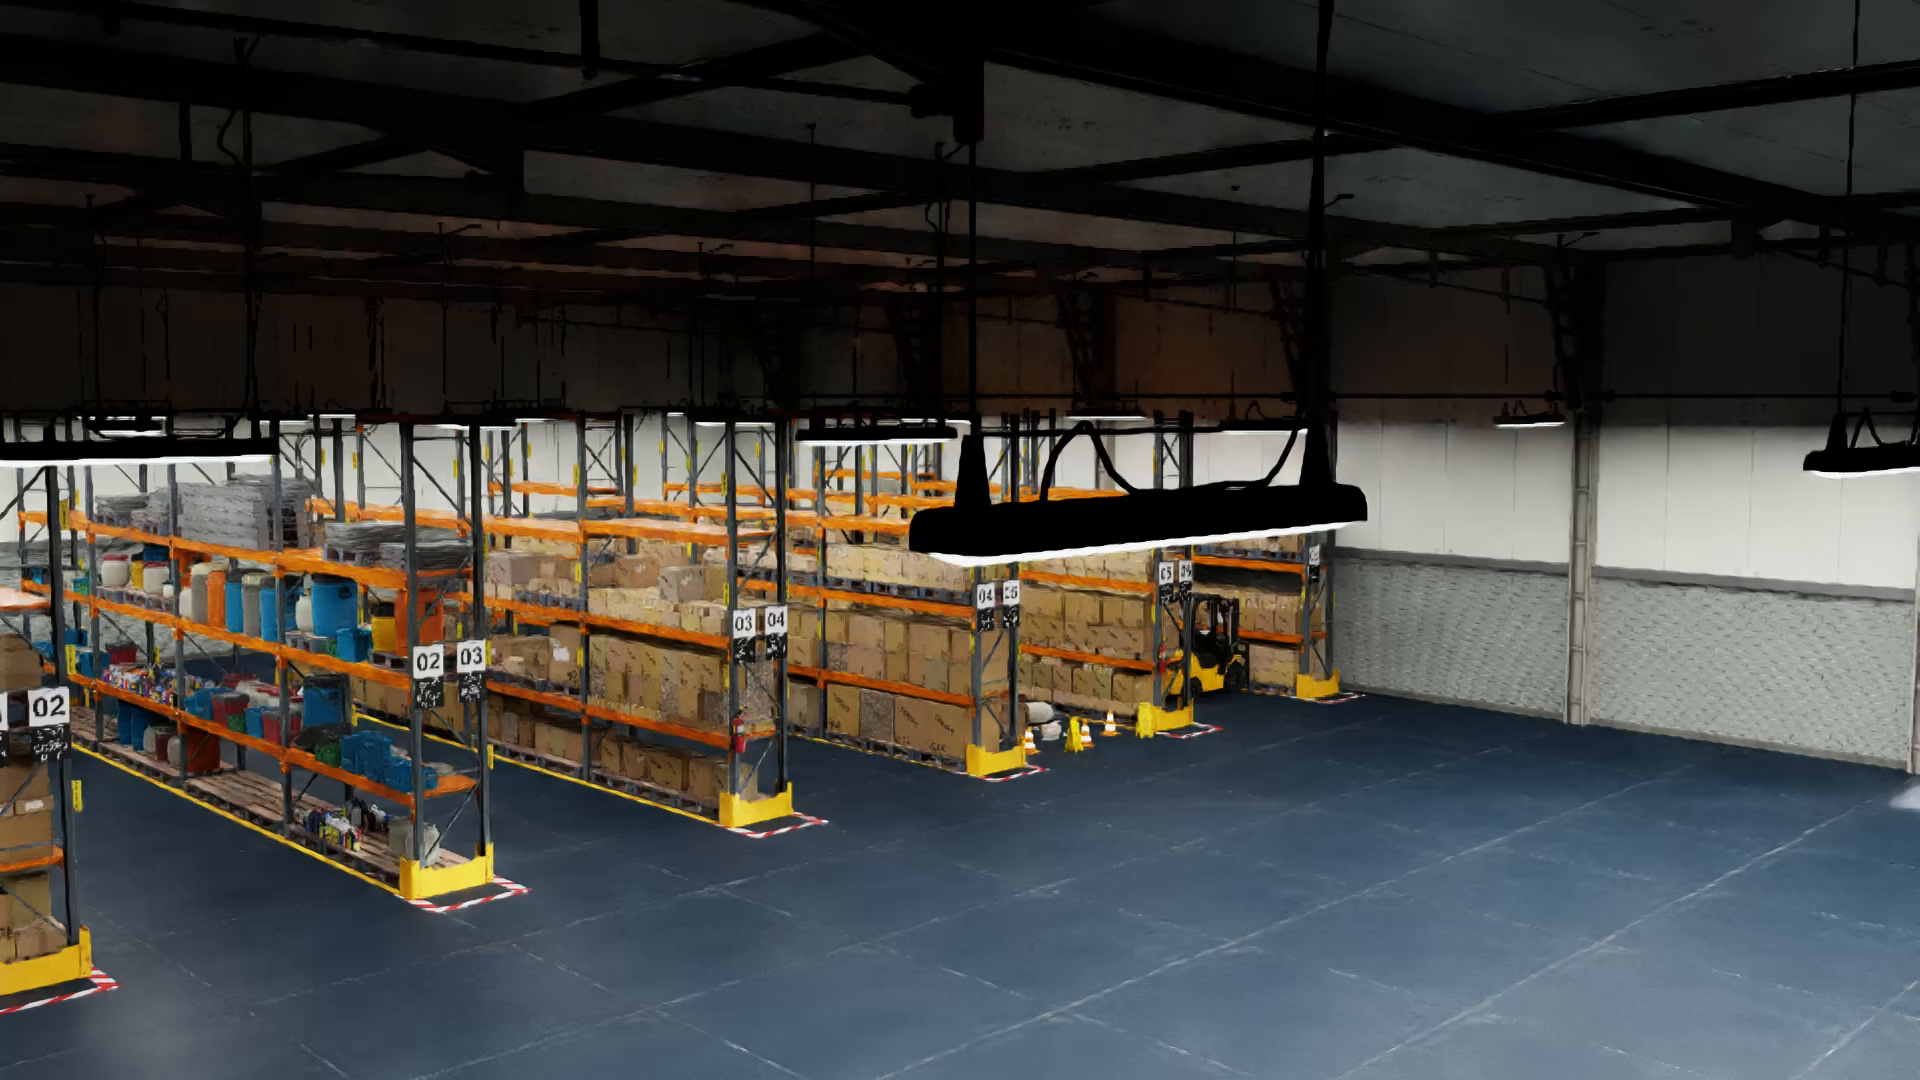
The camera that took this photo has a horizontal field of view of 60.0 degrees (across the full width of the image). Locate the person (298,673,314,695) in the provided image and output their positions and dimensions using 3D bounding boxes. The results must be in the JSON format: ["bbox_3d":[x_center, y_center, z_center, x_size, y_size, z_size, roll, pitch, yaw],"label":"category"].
[{"bbox_3d":[-11.088,3.058,28.418,0.999,1.590,0.490,4,6,37],"label":"person"}]
